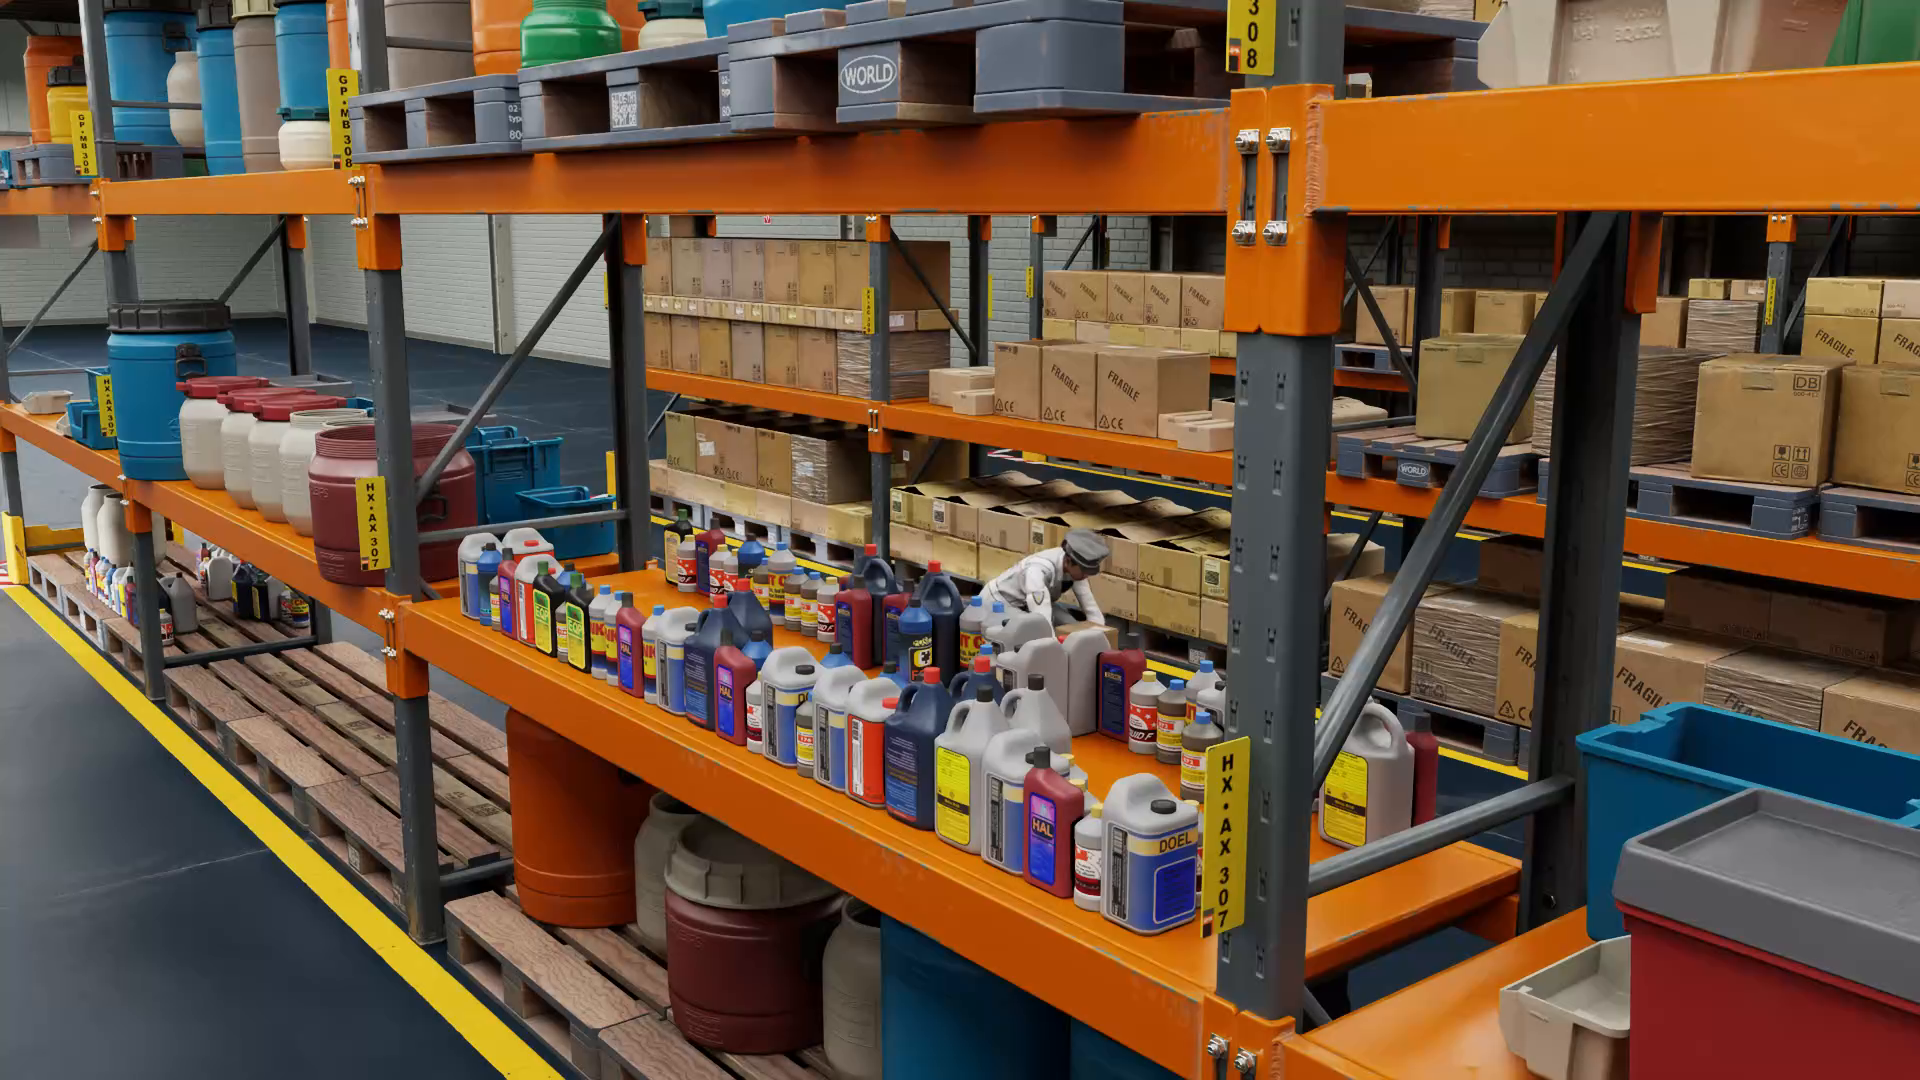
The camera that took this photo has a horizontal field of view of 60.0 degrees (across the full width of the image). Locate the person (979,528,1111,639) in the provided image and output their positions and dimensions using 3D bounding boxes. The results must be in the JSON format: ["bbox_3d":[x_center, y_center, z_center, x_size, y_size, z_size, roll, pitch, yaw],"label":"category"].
[{"bbox_3d":[0.475,0.391,9.250,0.491,0.975,0.817,-9,14,-39],"label":"person"}]
